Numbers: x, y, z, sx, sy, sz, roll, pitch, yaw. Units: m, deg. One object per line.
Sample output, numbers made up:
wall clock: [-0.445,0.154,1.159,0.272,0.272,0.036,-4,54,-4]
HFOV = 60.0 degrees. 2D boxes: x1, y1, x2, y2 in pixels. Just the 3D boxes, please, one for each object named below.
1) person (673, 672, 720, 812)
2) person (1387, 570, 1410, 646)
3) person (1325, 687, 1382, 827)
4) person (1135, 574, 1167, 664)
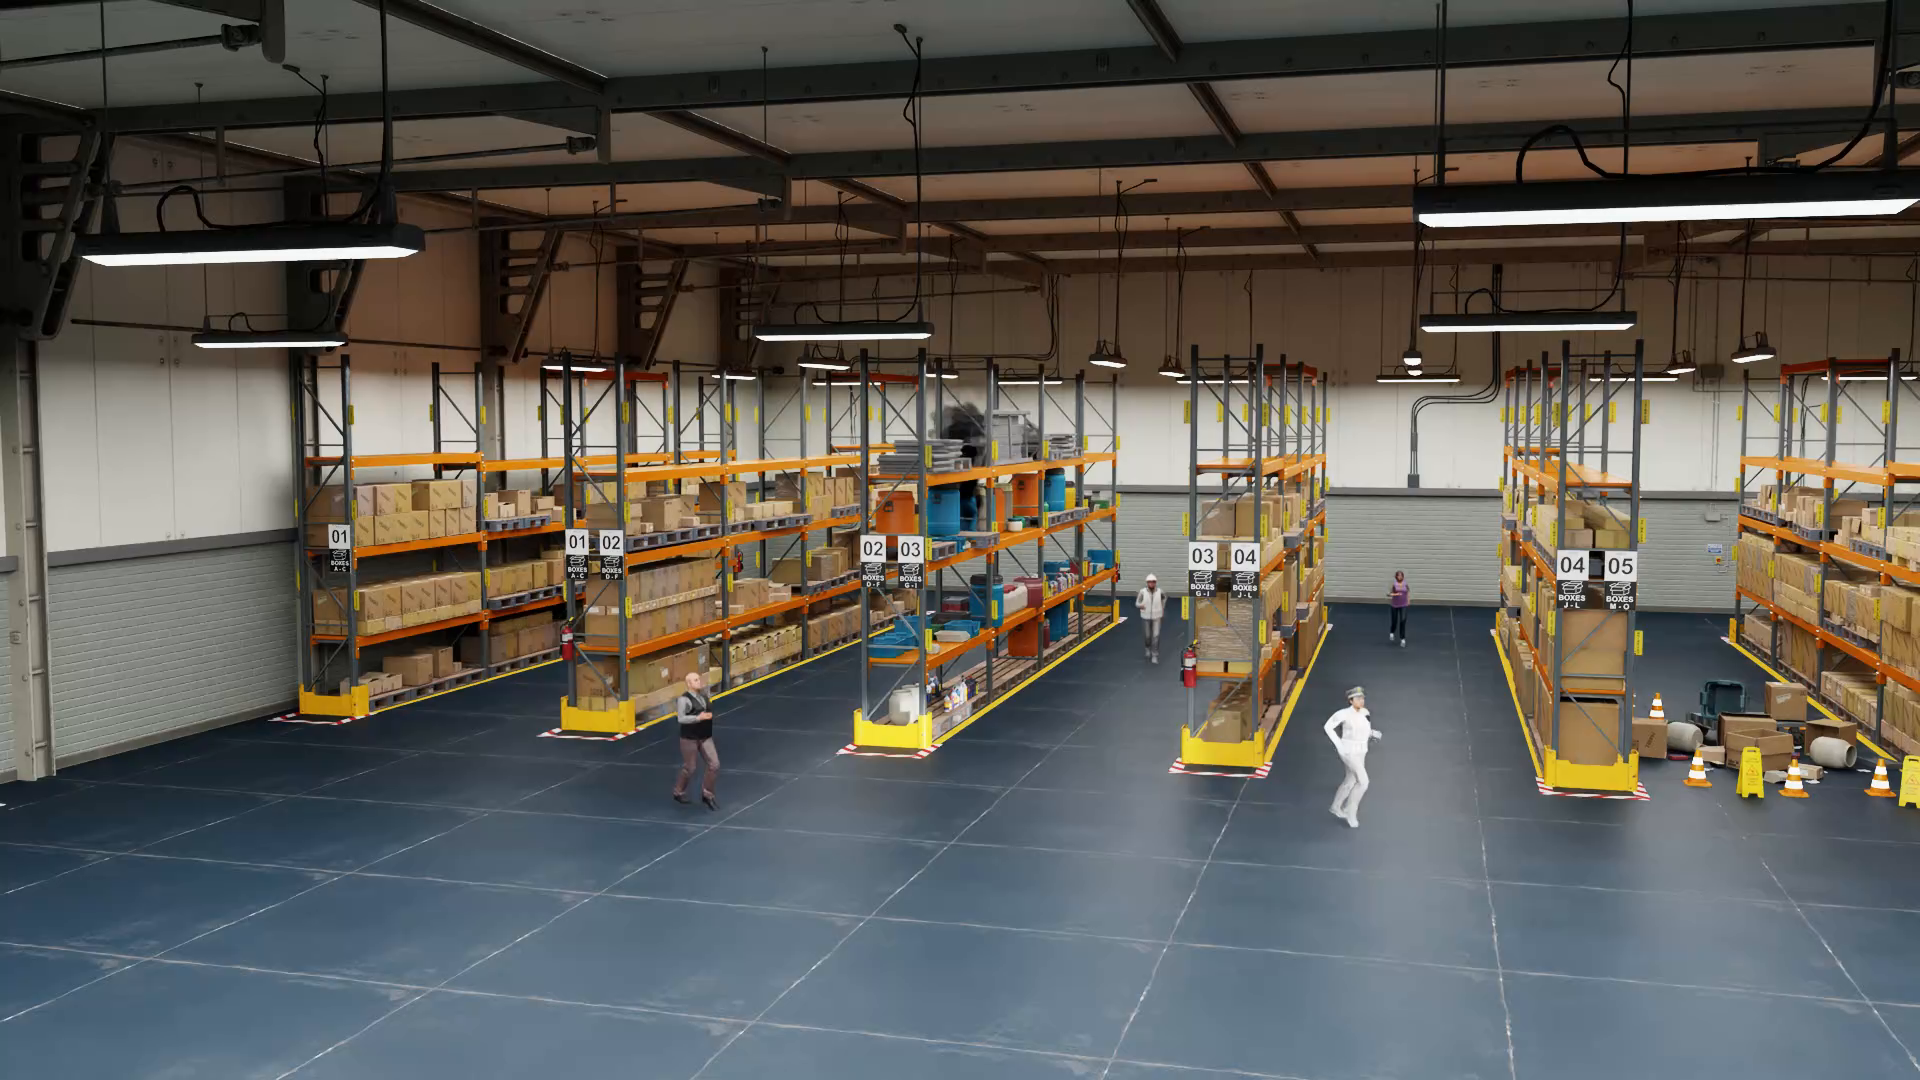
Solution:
person: [-3.344,2.562,21.092,0.734,1.774,0.639,3,6,39]
person: [9.557,1.463,36.260,0.558,1.610,0.837,0,4,1]
person: [4.850,2.648,20.376,0.579,1.740,0.685,-3,5,-37]
person: [3.882,1.571,33.787,0.632,1.773,0.966,1,4,8]
